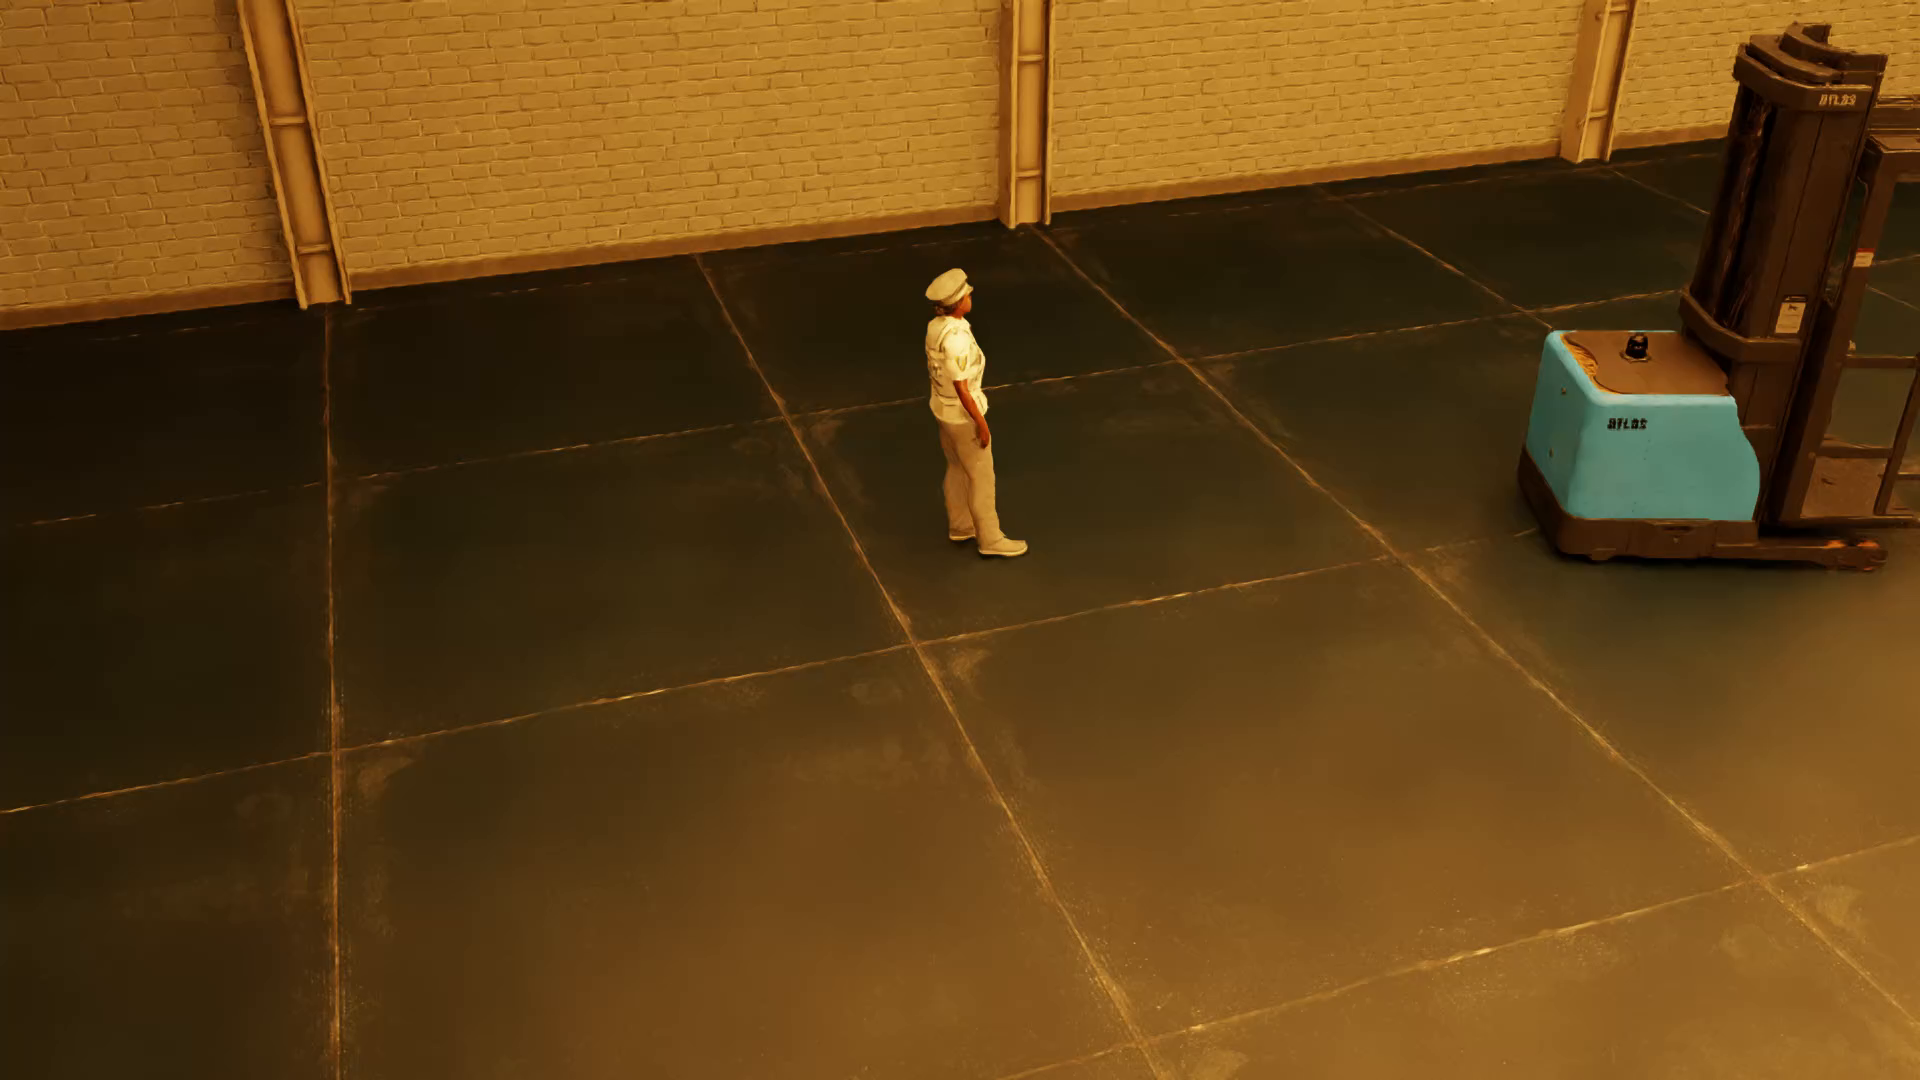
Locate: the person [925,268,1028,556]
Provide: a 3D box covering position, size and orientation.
[{"bbox_3d":[0.077,-0.743,9.605,0.529,1.693,0.570,-10,31,-16],"label":"person"}]

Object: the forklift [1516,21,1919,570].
[{"bbox_3d":[5.037,-1.365,9.460,3.031,2.935,1.130,1,30,1],"label":"forklift"}]
